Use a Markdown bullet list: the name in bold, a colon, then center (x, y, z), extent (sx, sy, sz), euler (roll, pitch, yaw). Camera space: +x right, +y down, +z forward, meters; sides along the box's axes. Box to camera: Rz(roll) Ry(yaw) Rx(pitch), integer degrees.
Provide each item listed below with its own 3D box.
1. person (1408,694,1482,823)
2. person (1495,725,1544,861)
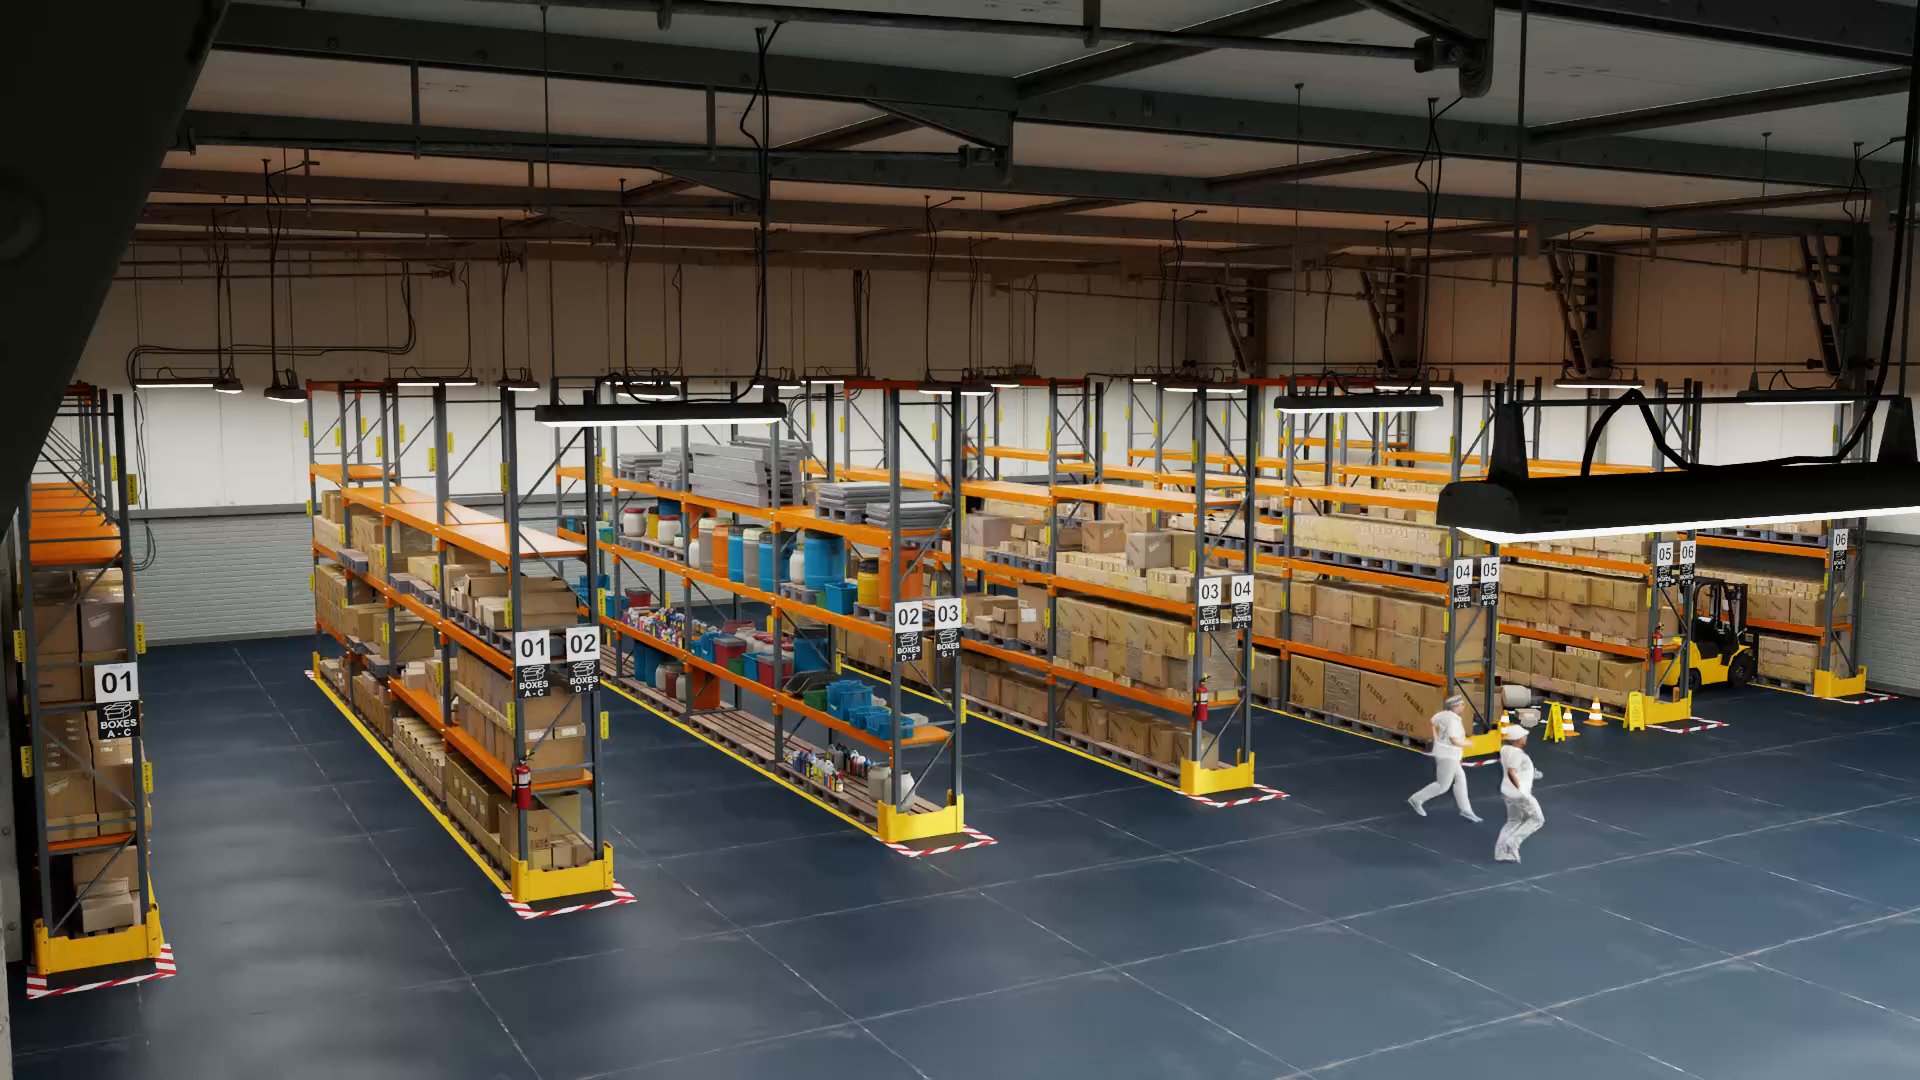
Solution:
- **person**: center (6.714, 3.016, 22.968), extent (1.034, 1.795, 0.685), euler (0, 6, 3)
- **person**: center (7.117, 3.208, 21.085), extent (0.634, 1.738, 0.668), euler (-1, 6, -7)
